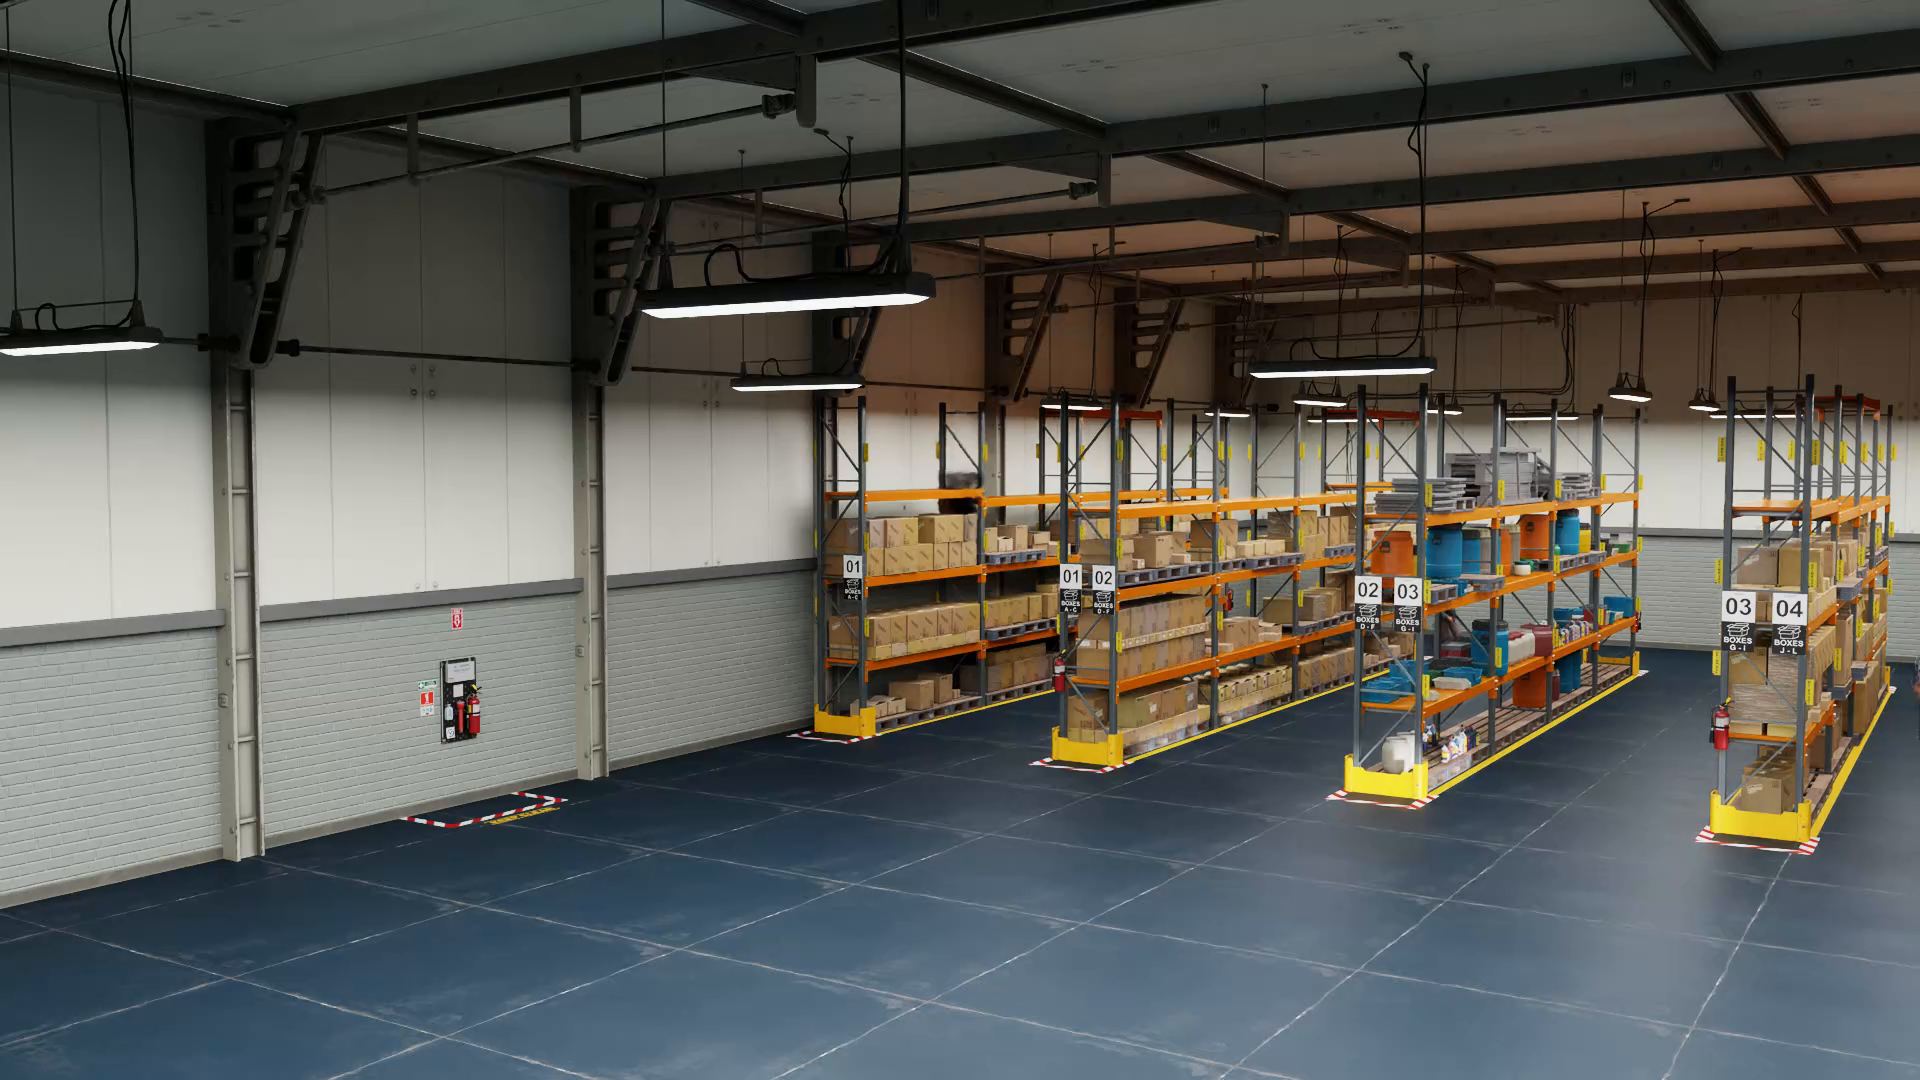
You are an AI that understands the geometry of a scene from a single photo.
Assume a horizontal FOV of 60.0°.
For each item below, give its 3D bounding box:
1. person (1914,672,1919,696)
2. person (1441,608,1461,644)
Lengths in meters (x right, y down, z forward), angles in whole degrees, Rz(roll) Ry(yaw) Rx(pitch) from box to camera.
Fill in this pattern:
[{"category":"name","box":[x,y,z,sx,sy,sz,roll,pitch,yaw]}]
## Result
[{"category":"person","box":[16.360,2.745,27.901,0.637,1.608,0.607,2,4,35]},{"category":"person","box":[11.891,2.048,40.674,0.686,1.765,0.781,-2,3,-29]}]
